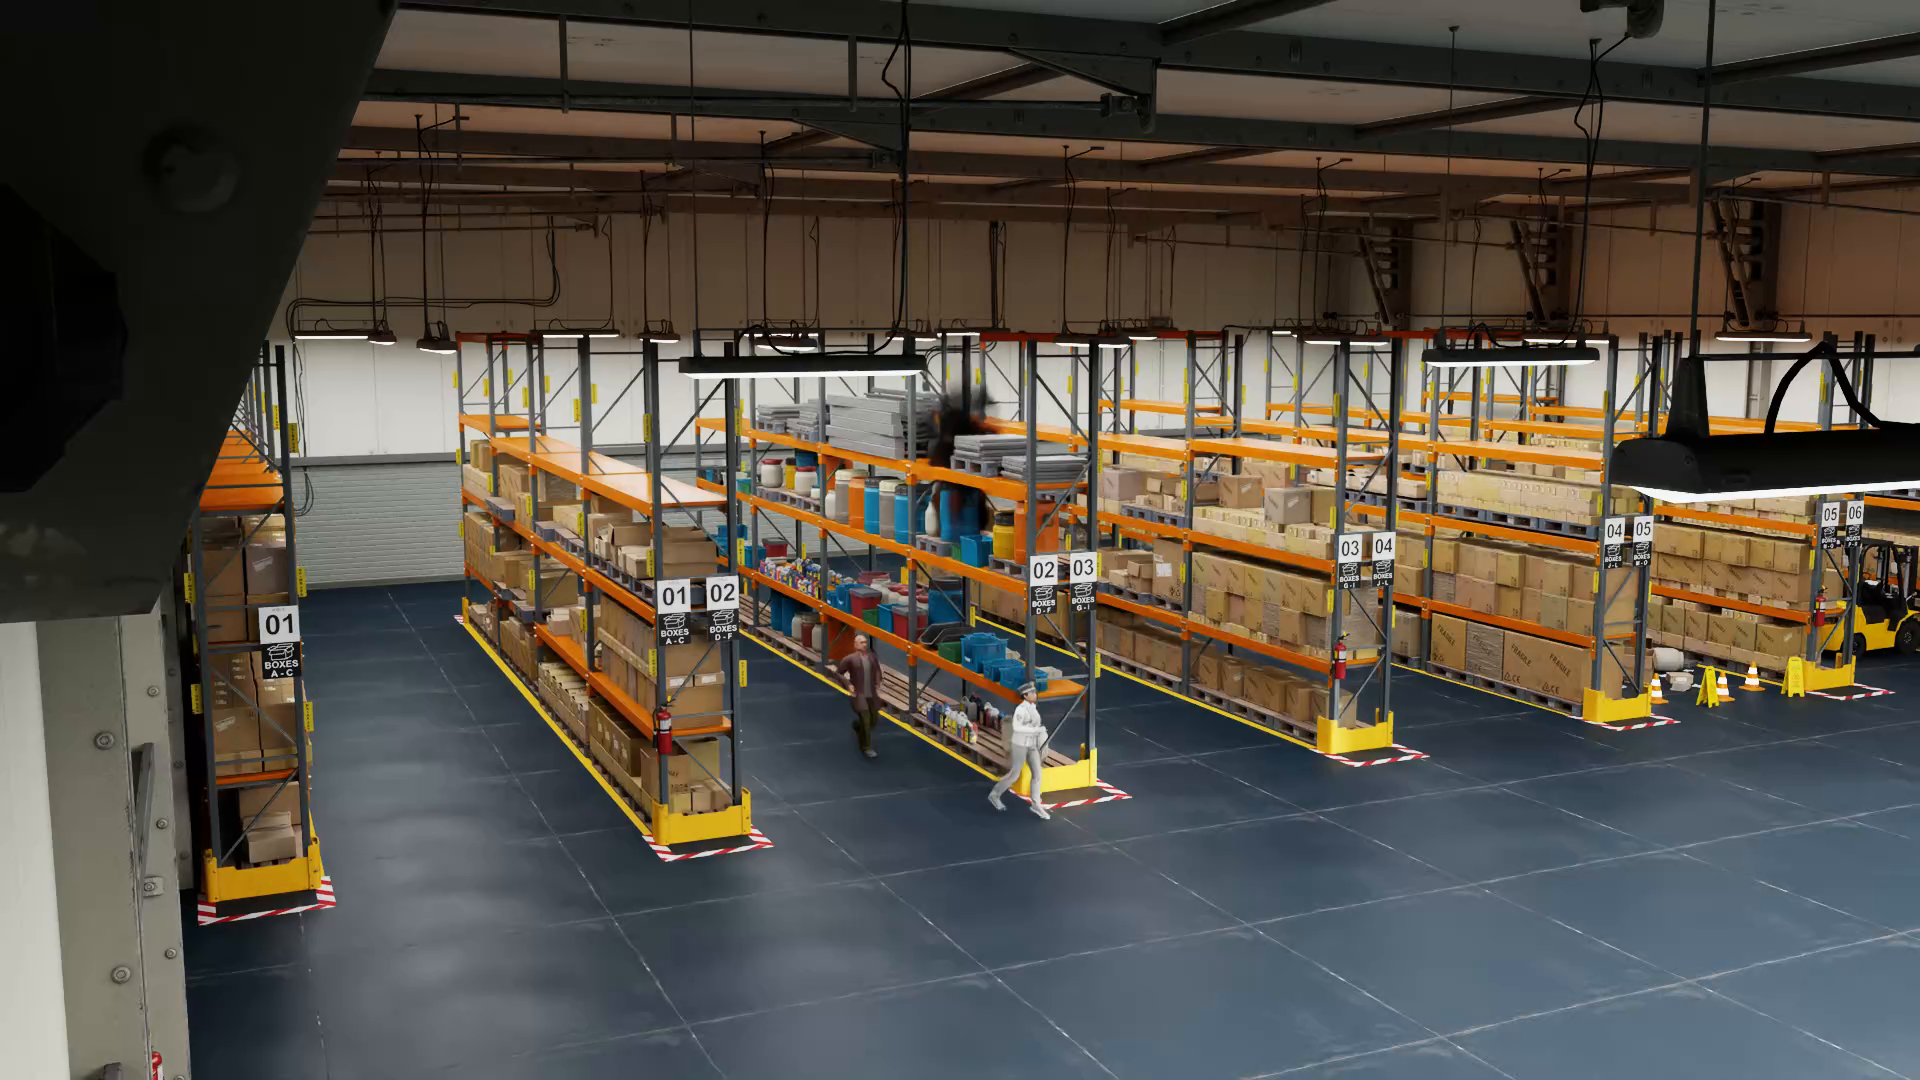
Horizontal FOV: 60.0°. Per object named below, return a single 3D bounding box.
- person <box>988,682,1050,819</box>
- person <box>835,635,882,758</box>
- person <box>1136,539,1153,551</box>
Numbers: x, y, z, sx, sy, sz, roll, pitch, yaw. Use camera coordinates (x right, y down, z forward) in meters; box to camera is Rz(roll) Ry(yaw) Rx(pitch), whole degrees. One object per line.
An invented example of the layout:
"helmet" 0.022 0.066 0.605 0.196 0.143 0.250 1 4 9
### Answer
"person" 0.799 2.647 21.185 0.827 1.731 0.621 4 9 28
"person" -1.431 2.237 24.050 0.715 1.735 0.812 -5 9 -33
"person" 4.789 -0.249 42.428 0.765 1.770 0.674 -3 8 -19
